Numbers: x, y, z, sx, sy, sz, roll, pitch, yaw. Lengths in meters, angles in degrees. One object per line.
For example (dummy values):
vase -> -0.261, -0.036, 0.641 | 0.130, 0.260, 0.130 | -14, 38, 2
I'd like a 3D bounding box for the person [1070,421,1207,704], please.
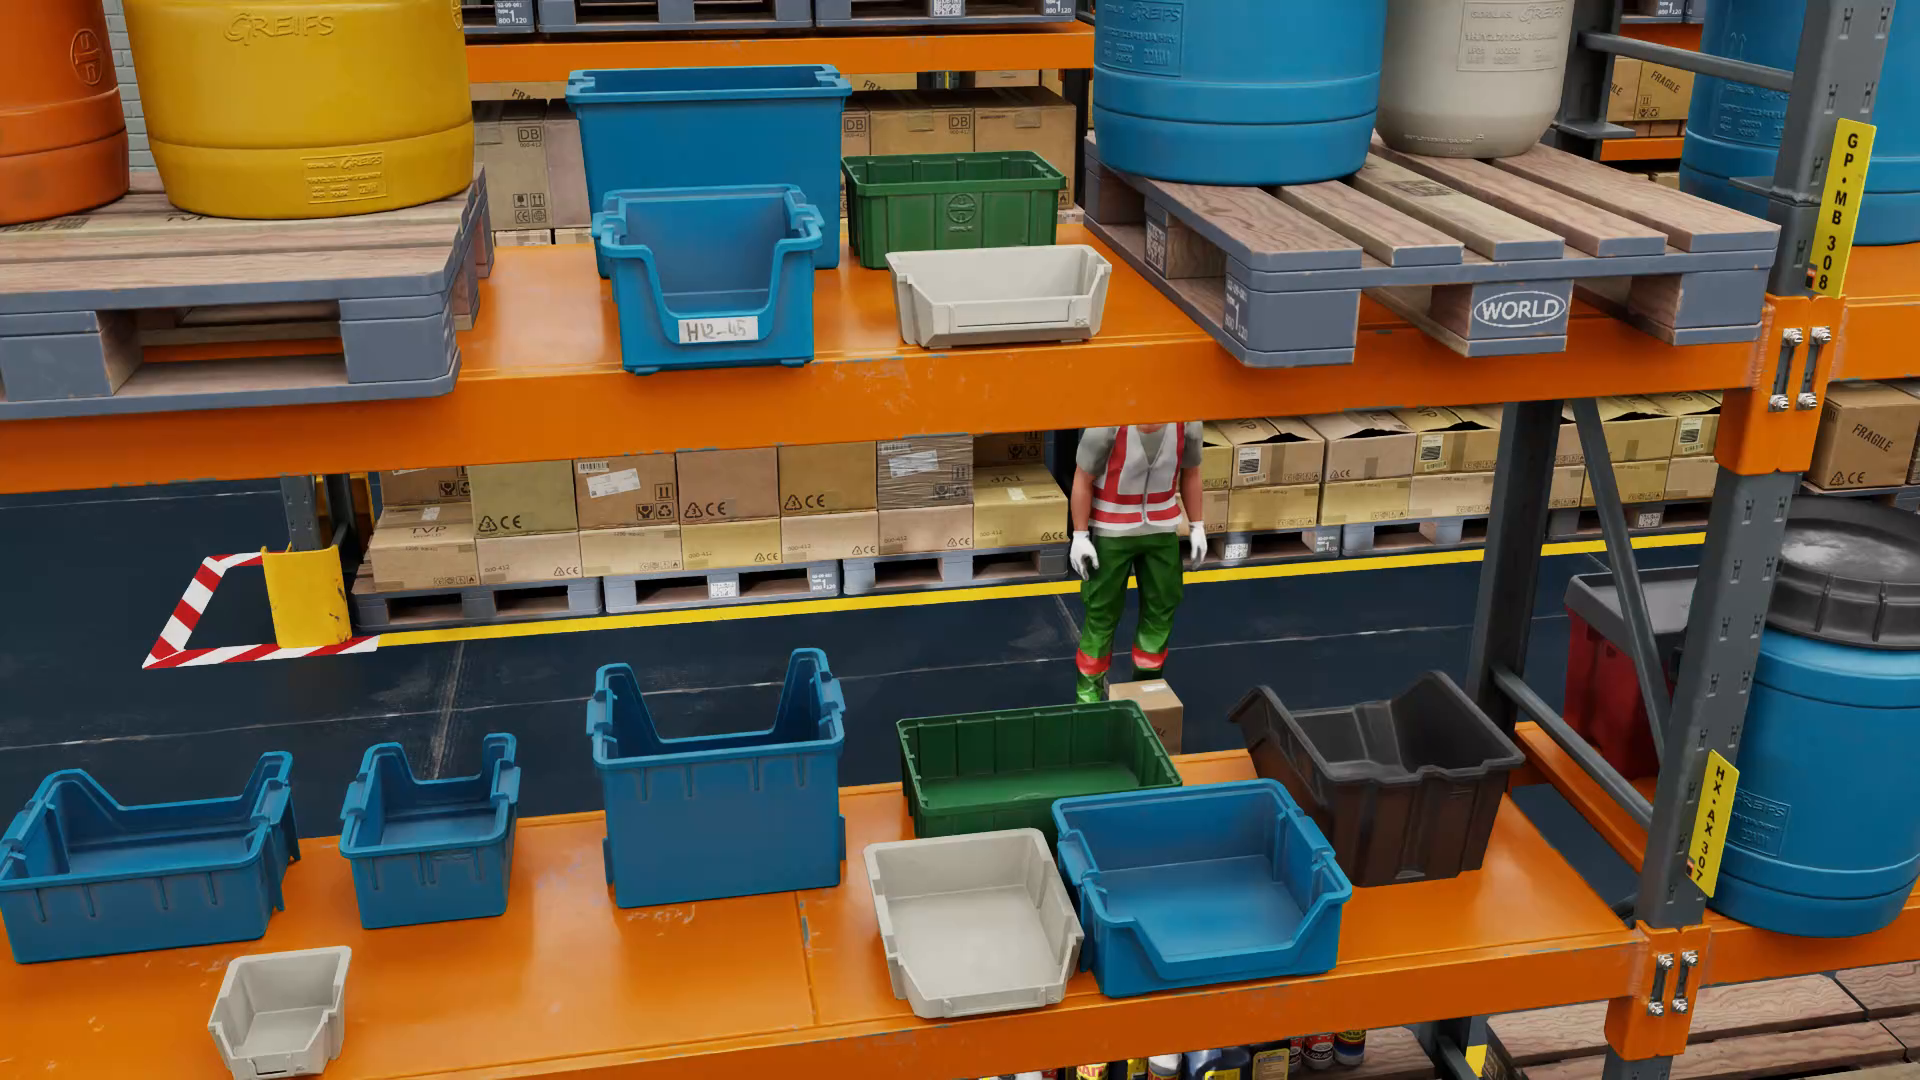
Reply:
person -> 0.762, -0.011, 7.102 | 0.621, 1.781, 0.445 | -5, 24, -12
